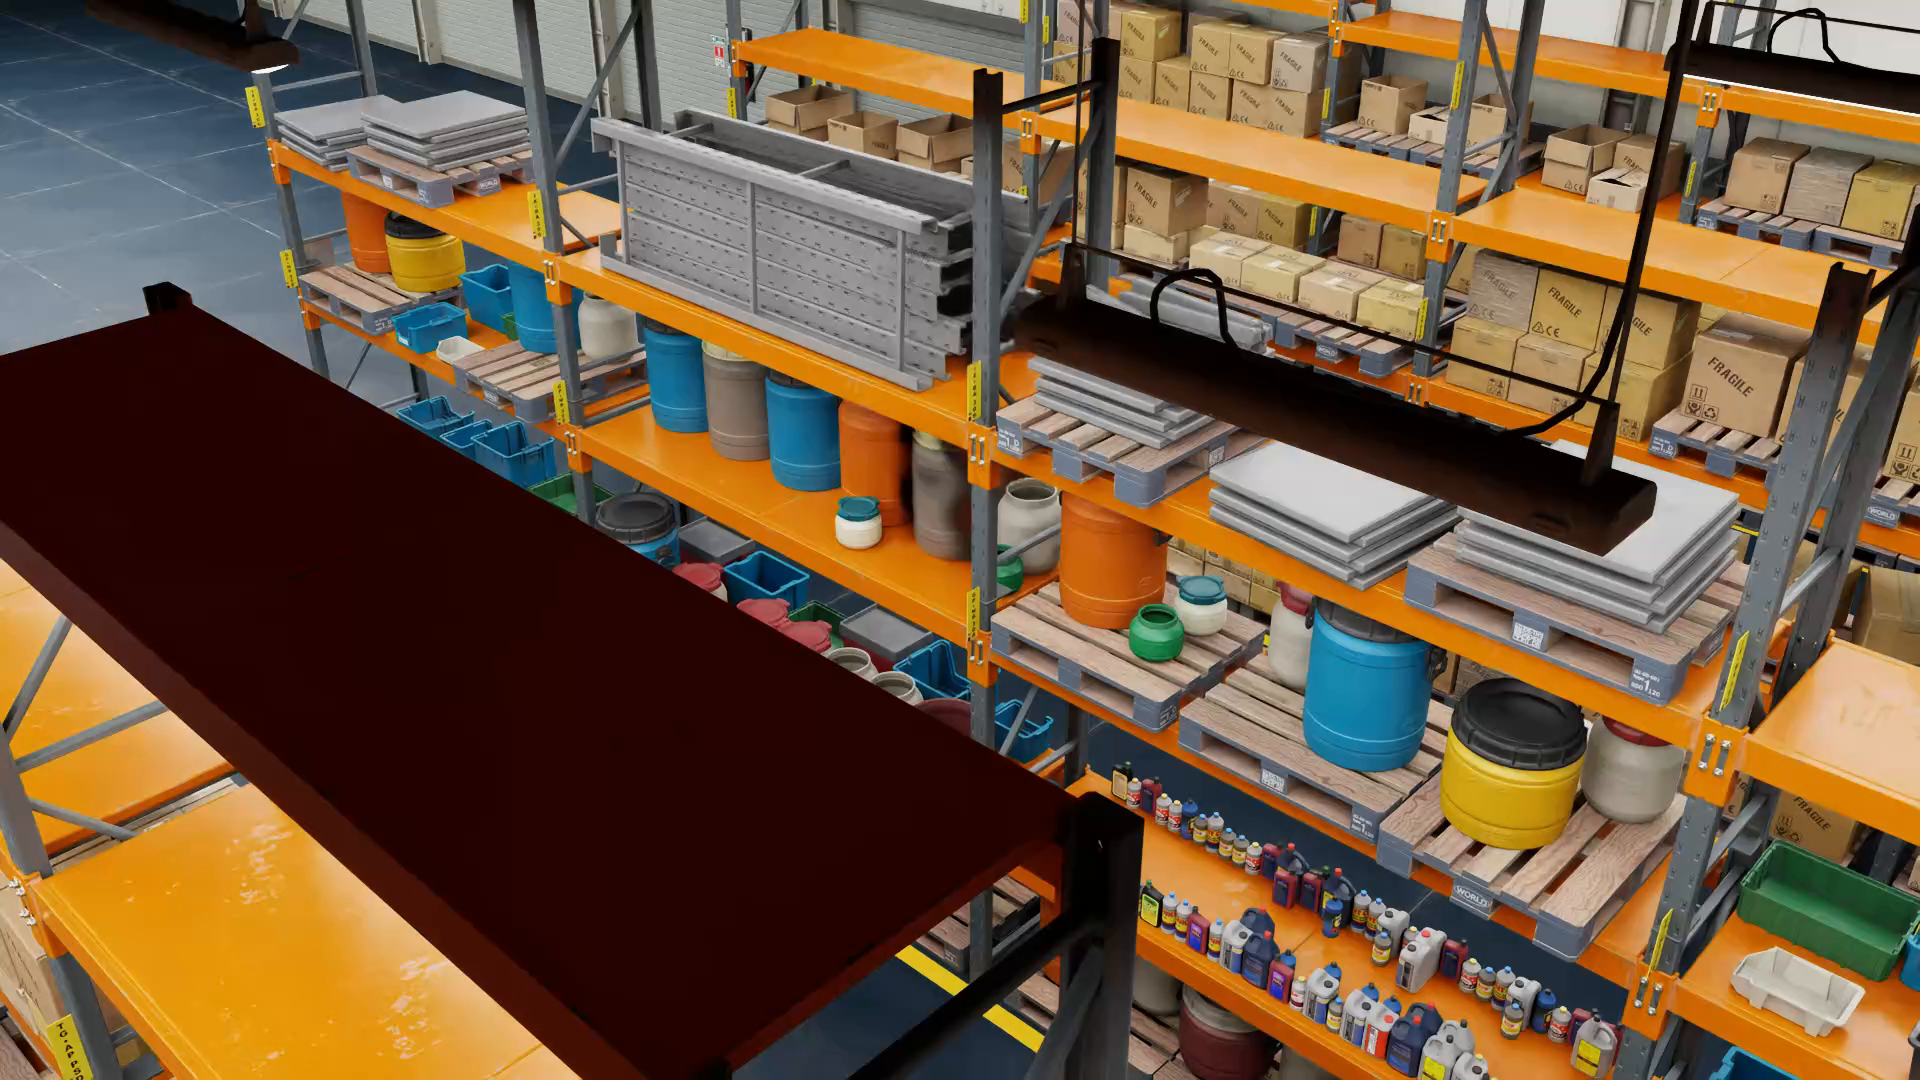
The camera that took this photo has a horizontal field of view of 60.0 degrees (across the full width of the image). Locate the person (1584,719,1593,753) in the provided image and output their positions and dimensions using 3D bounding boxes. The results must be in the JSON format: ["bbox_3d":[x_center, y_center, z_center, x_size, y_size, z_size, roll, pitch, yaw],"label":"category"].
[{"bbox_3d":[4.374,1.949,11.234,0.993,1.478,0.709,13,32,22],"label":"person"}]
